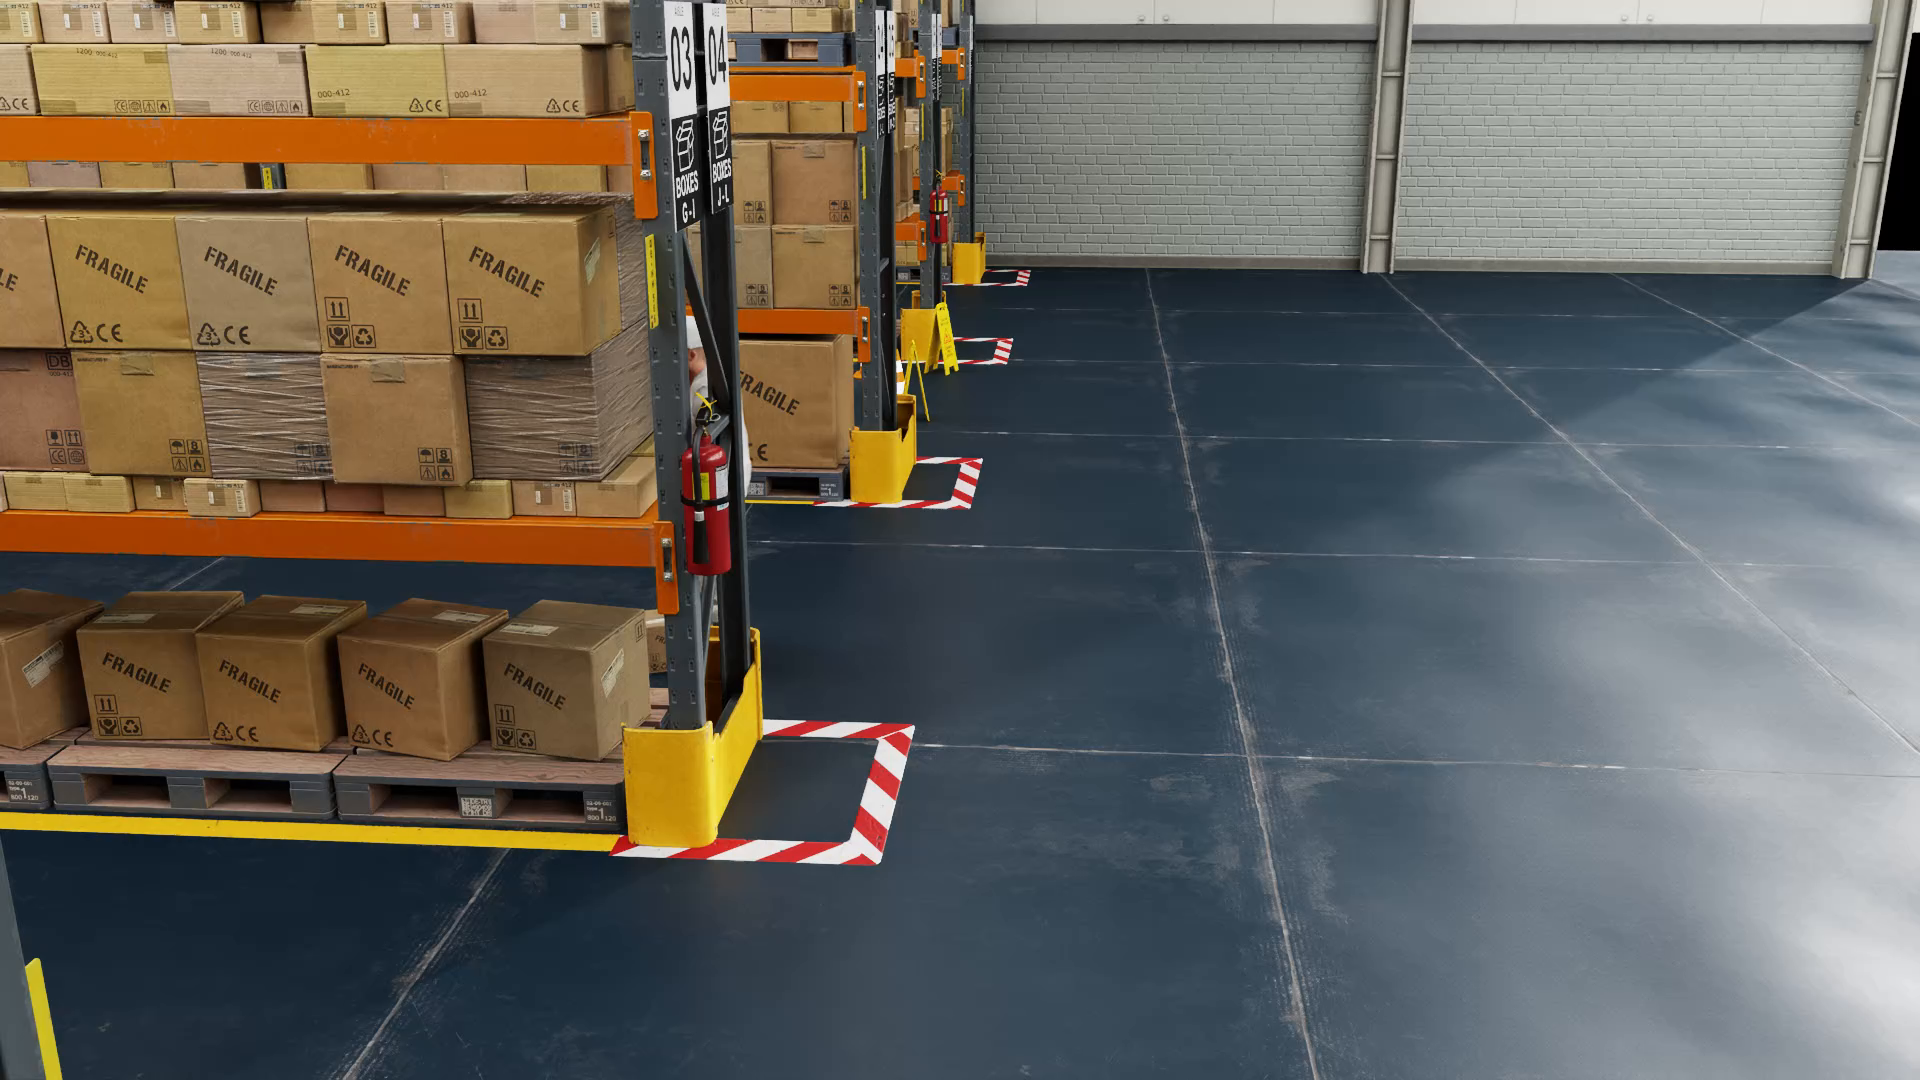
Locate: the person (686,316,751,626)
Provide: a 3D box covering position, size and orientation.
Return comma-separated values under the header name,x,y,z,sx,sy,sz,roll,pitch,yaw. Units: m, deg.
name,x,y,z,sx,sy,sz,roll,pitch,yaw
person,-1.278,-0.241,8.296,0.455,1.779,0.610,-5,18,-15
